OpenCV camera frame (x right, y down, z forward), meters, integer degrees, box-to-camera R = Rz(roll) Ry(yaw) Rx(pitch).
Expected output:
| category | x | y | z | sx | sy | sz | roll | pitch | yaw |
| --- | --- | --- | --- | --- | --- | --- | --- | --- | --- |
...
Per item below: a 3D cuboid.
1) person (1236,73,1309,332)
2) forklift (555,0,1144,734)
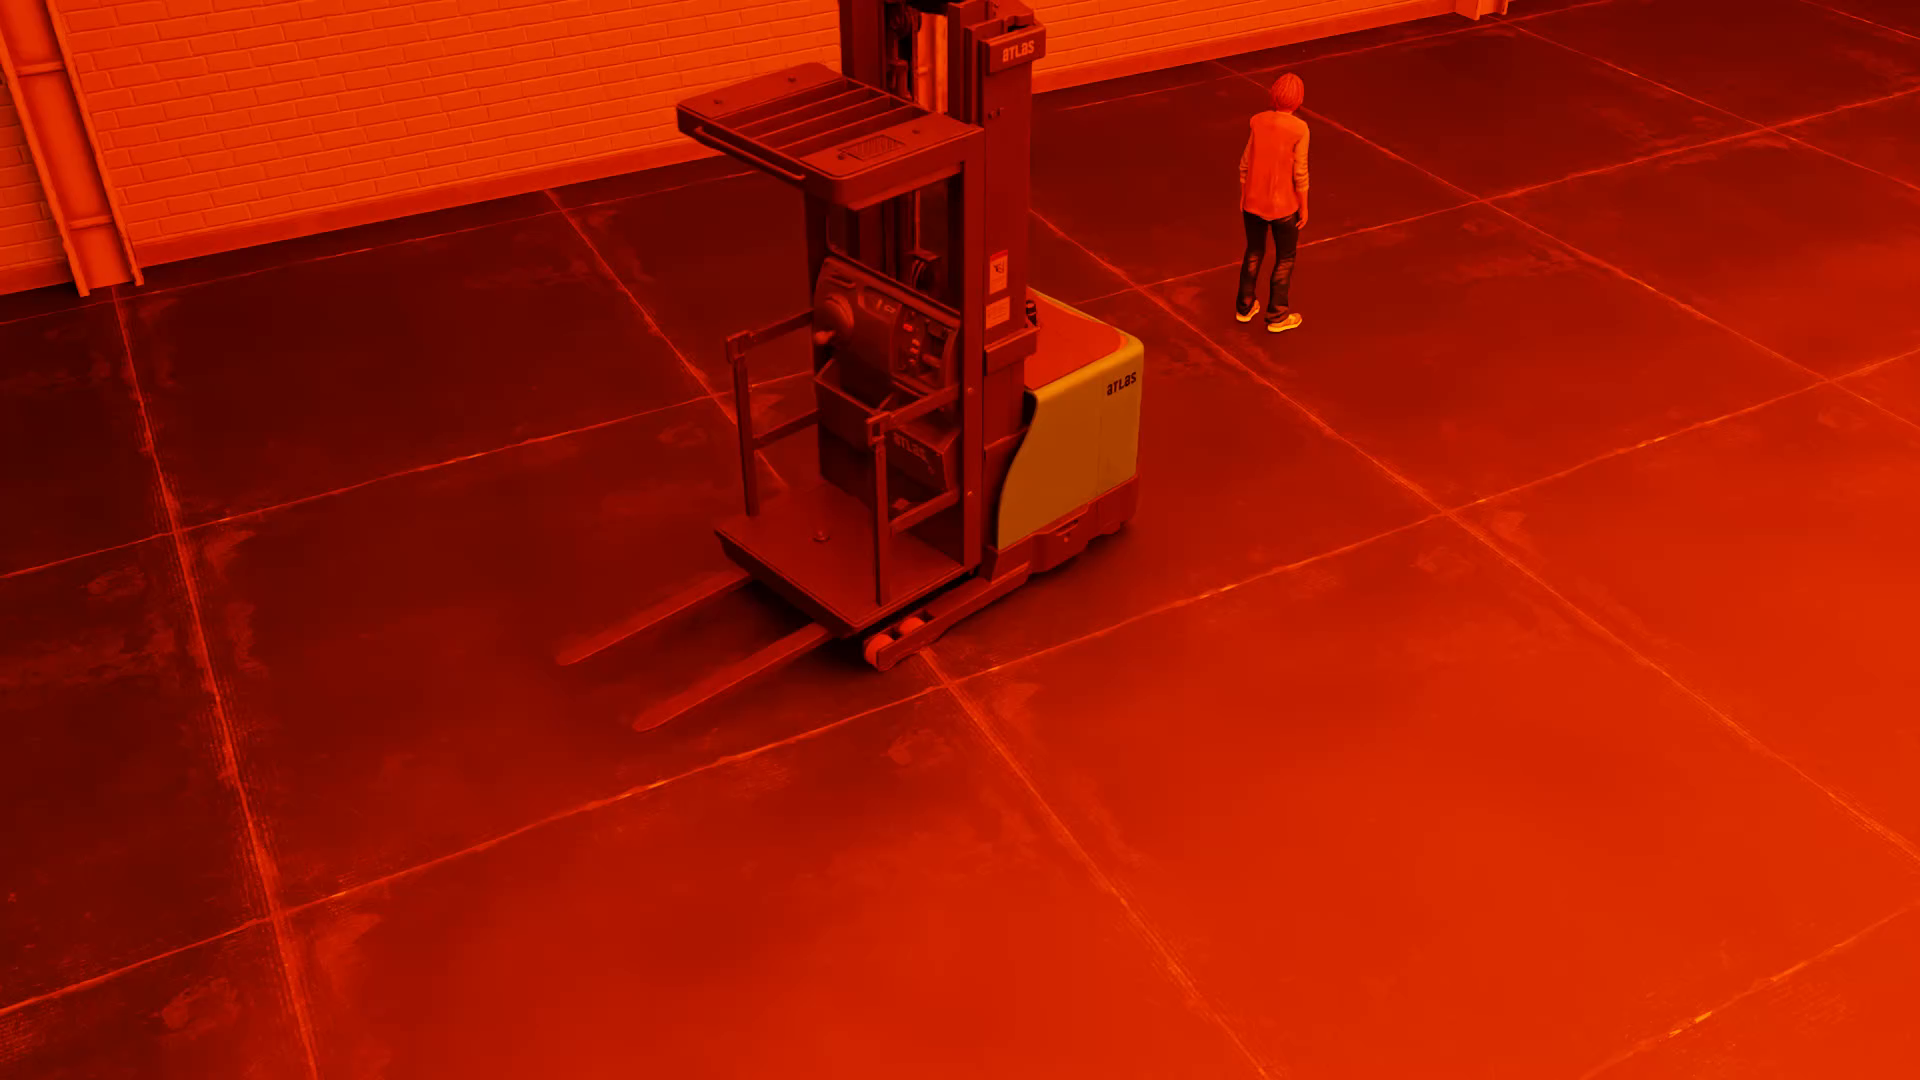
| category | x | y | z | sx | sy | sz | roll | pitch | yaw |
| --- | --- | --- | --- | --- | --- | --- | --- | --- | --- |
| person | 1.916 | -2.048 | 10.182 | 0.466 | 1.592 | 0.348 | 24 | 42 | 30 |
| forklift | -0.496 | -0.925 | 7.432 | 3.031 | 2.935 | 1.130 | -28 | 44 | -34 |
